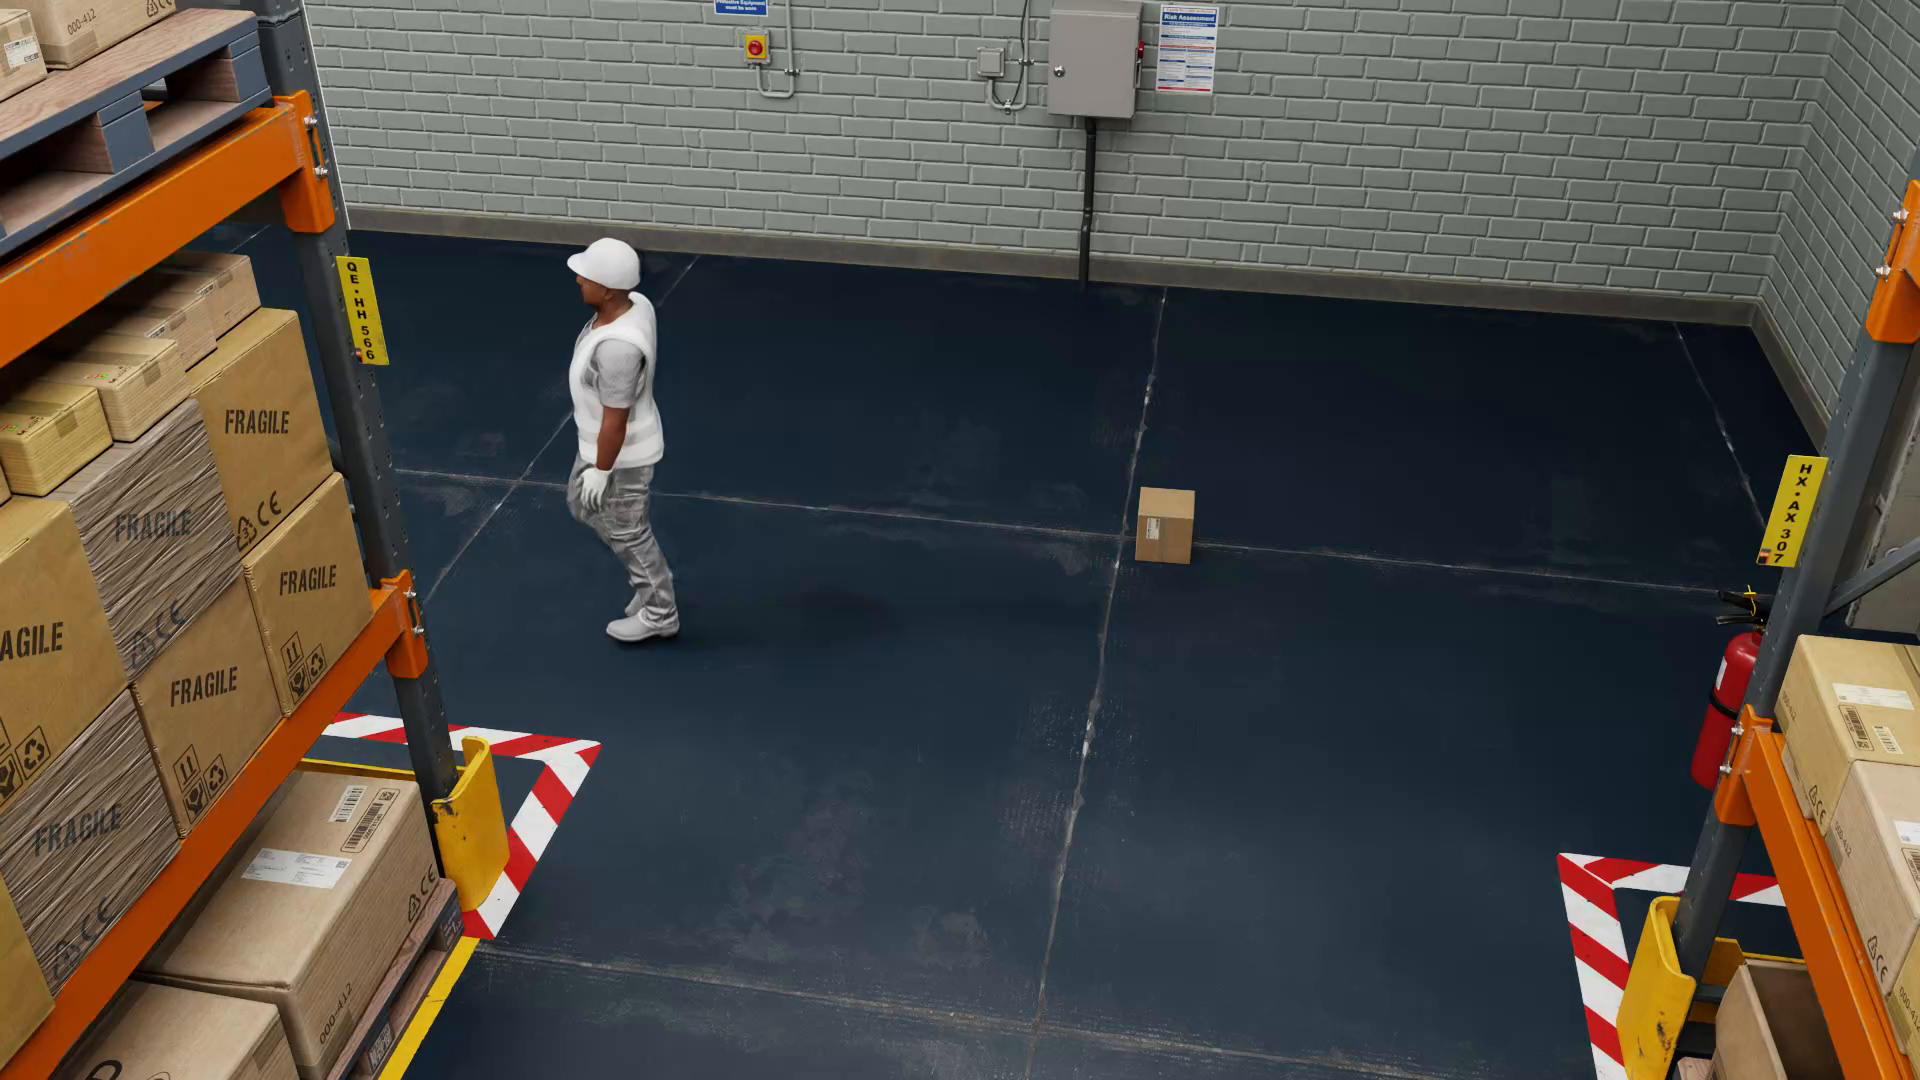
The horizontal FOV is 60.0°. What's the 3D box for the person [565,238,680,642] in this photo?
[{"bbox_3d":[-1.402,-0.350,6.659,0.448,1.814,0.544,-4,32,-7],"label":"person"}]
